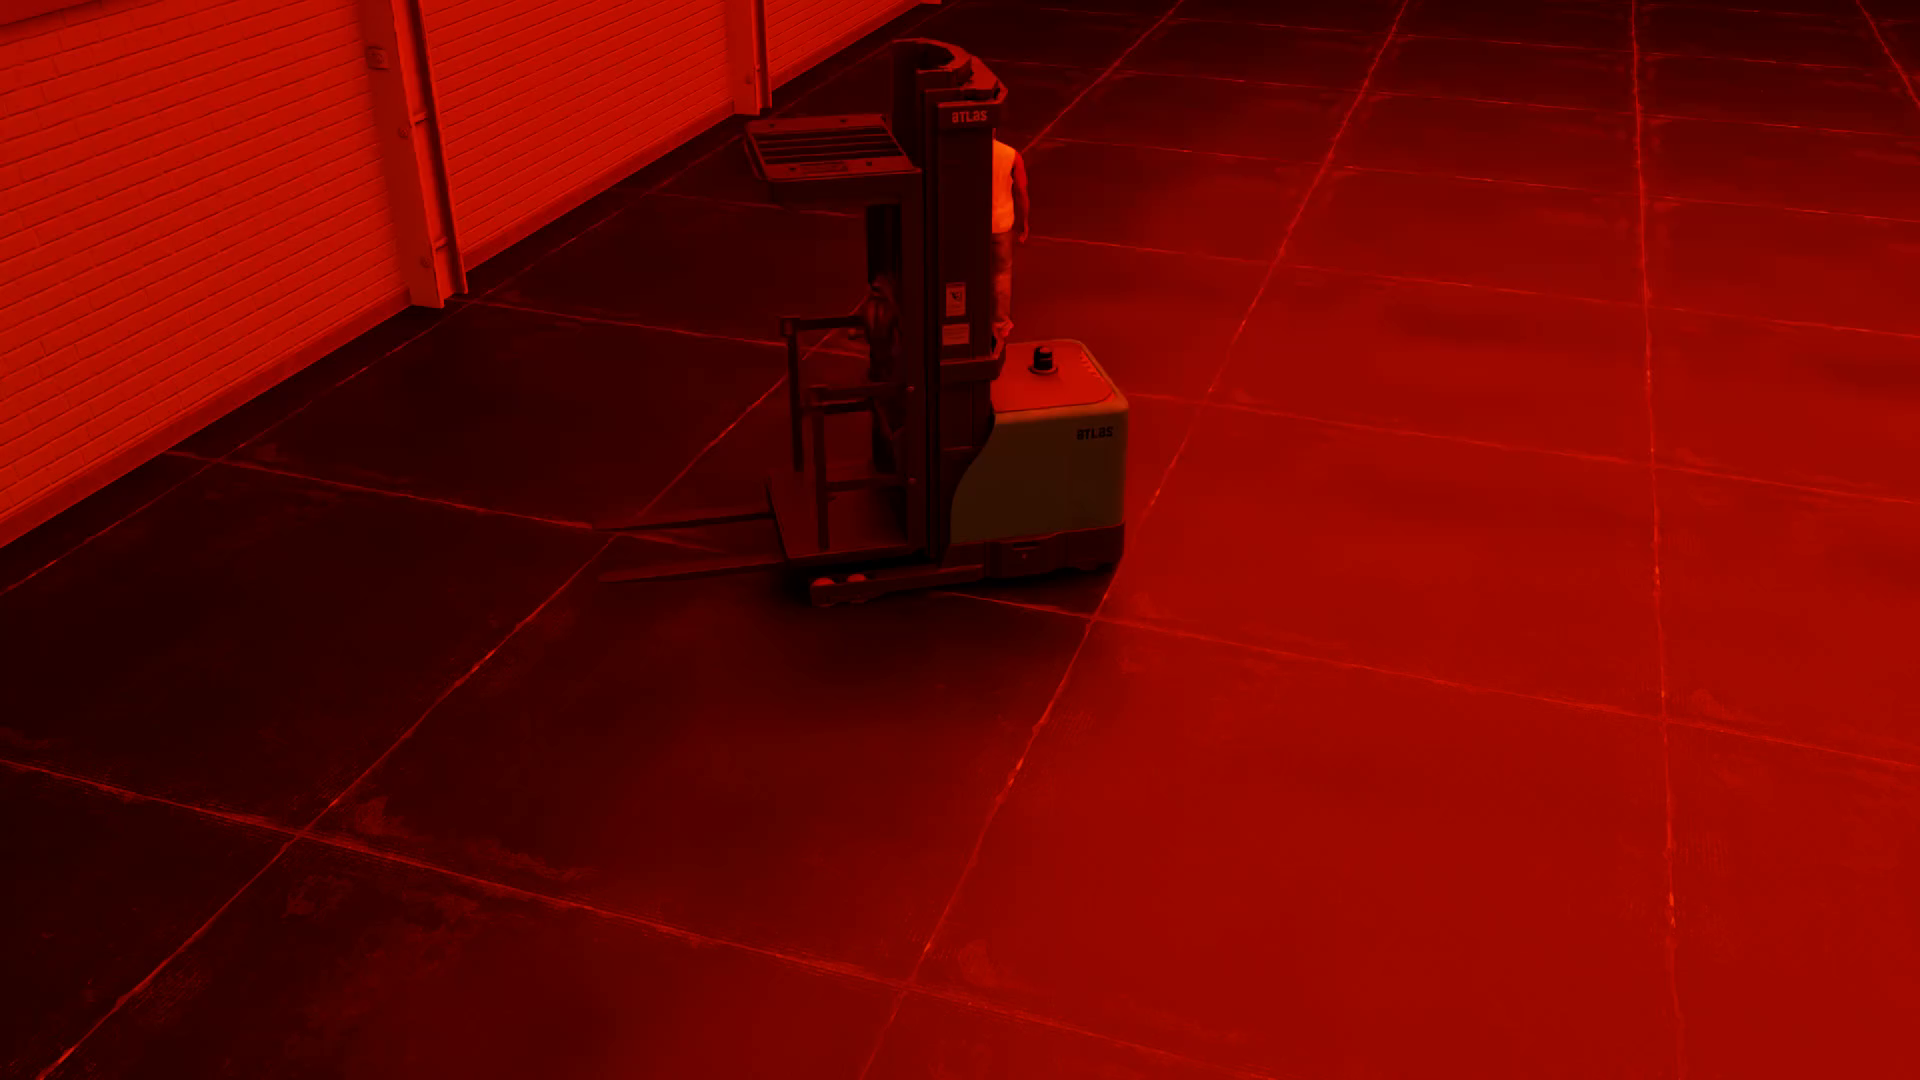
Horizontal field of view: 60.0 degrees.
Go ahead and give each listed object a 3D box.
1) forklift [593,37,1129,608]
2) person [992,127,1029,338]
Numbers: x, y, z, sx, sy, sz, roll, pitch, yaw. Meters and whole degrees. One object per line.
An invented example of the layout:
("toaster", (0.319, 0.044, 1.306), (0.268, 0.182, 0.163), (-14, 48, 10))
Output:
("forklift", (-0.611, -1.177, 9.201), (3.031, 2.935, 1.130), (-7, 30, -11))
("person", (0.200, -2.407, 12.565), (0.646, 1.772, 0.470), (2, 30, 4))
